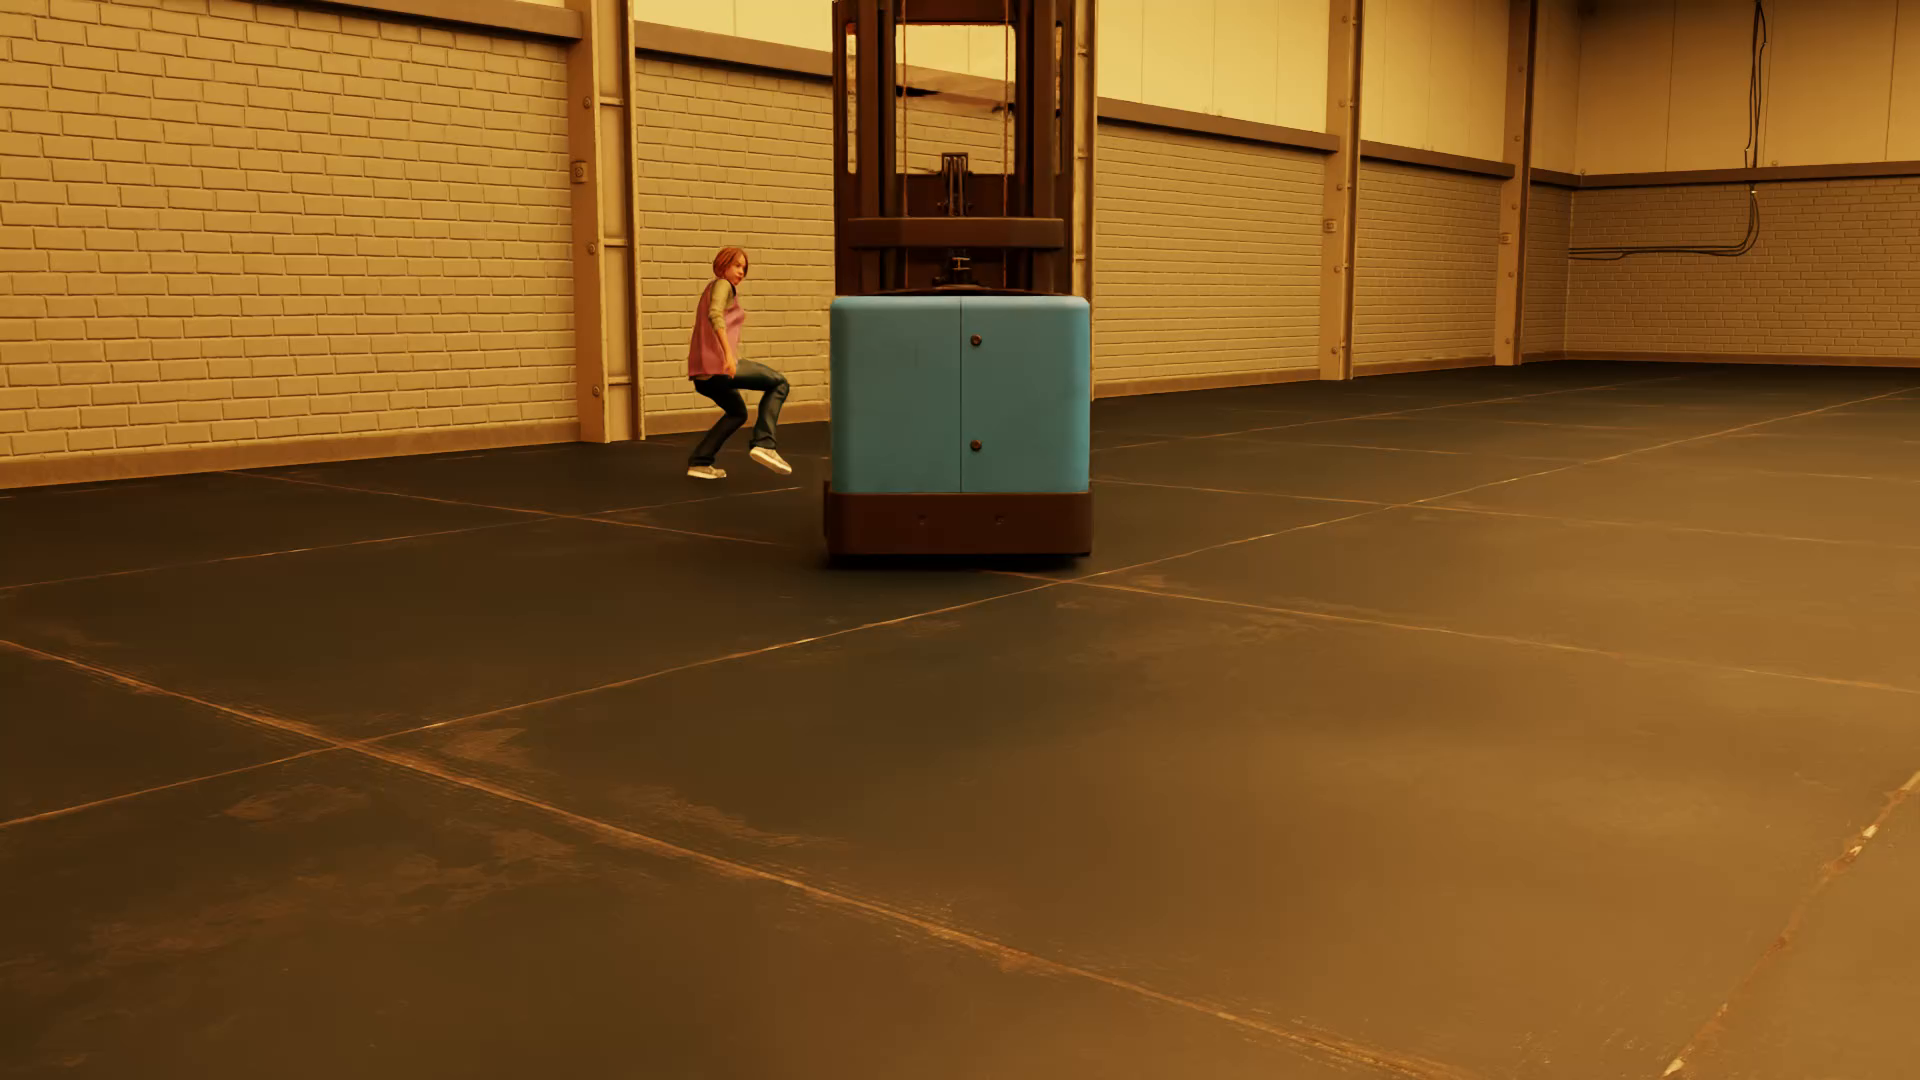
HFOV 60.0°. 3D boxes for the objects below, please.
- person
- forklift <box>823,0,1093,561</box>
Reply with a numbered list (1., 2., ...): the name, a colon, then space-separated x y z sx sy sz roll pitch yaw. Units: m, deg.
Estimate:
1. person: -1.298 -1.018 9.733 0.621 1.381 0.659 -6 10 -36
2. forklift: -0.036 -1.542 7.820 1.130 2.935 3.031 0 8 -1
